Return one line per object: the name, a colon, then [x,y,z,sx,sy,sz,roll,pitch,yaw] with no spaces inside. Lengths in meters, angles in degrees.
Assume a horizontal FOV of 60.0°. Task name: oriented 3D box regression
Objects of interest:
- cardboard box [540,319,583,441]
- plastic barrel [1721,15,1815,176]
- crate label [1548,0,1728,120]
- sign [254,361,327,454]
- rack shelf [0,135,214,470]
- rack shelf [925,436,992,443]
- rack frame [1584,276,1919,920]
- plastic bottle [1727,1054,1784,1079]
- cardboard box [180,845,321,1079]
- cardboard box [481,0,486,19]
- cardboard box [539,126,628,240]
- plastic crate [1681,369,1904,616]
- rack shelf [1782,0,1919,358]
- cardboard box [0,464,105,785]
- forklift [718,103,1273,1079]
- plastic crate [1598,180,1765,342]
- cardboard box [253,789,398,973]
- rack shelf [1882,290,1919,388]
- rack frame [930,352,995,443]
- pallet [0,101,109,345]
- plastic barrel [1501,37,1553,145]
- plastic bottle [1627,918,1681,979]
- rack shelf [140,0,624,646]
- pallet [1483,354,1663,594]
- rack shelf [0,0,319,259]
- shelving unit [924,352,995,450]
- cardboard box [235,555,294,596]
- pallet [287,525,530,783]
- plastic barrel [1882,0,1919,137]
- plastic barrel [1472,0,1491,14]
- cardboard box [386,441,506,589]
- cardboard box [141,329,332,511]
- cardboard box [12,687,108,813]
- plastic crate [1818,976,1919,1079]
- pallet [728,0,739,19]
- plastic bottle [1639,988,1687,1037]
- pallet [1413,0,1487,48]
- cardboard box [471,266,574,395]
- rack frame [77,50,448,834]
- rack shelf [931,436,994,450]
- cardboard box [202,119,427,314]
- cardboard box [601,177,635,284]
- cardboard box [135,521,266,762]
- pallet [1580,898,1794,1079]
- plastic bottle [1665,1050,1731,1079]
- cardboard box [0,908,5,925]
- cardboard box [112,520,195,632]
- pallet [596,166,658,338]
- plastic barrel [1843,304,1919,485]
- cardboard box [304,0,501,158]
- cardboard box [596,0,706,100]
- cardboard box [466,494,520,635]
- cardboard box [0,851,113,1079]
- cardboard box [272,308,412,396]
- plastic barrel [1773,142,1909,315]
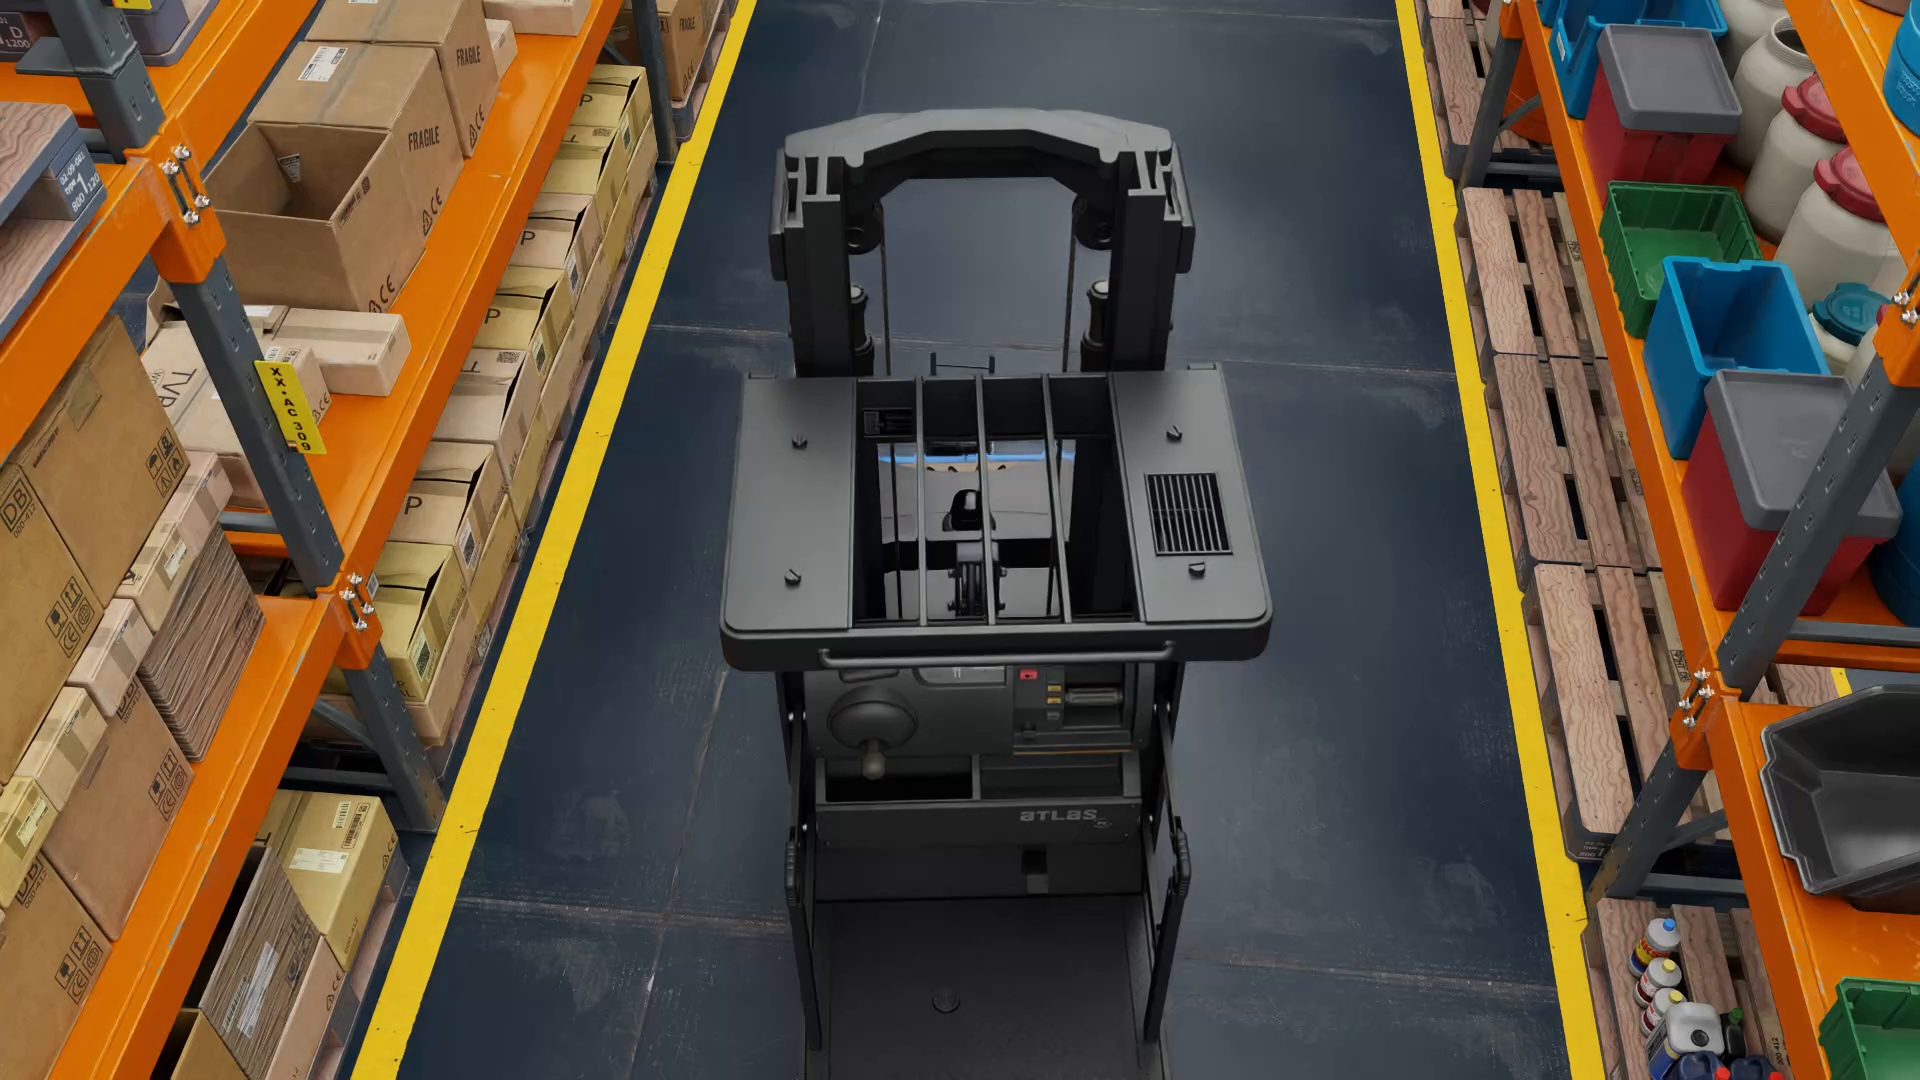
cardboard box: [-1.896,-0.688,6.925,0.500,0.250,0.500,5,48,4]
plastic barrel: [3.058,-1.626,6.128,0.421,0.512,0.421,0,48,0]
crate label: [2.617,-1.968,6.493,0.502,0.435,0.616,4,48,4]
sign: [-1.767,-0.347,4.394,0.100,0.325,0.005,4,48,4]
rack shelf: [-2.502,0.636,2.590,1.077,0.370,4.000,4,48,4]
rack shelf: [0.001,-0.469,6.249,0.258,0.077,0.200,4,48,4]
rack frame: [2.613,0.272,4.469,1.000,3.000,0.127,4,48,4]
plastic bottle: [2.270,1.592,4.758,0.144,0.351,0.185,4,48,4]
cardboard box: [-2.201,1.191,4.698,0.500,0.500,0.500,4,48,4]
cardboard box: [-2.229,-2.329,6.908,0.500,0.311,0.500,3,48,3]
cardboard box: [-1.798,-1.623,7.400,0.500,0.311,0.500,3,48,3]
plastic crate: [2.352,-0.126,4.789,0.402,0.464,0.583,4,48,4]
rack shelf: [2.795,-1.968,4.972,1.077,0.370,4.000,4,48,4]
cardboard box: [-2.399,0.162,3.622,0.700,0.500,0.500,4,48,3]
forklift: [0.060,0.518,4.290,1.130,2.935,3.031,-1,48,-1]
plastic crate: [2.490,-0.956,5.735,0.450,0.188,0.662,4,48,4]
cardboard box: [-2.144,1.077,5.311,0.500,0.250,0.500,4,48,4]
rack shelf: [2.431,0.972,2.283,1.077,0.370,4.000,4,48,4]
rack frame: [0.010,-0.384,6.492,0.240,0.900,0.006,4,48,4]
pallet: [-2.372,-0.418,3.127,1.003,0.211,1.213,4,48,4]
plastic barrel: [3.005,-2.438,8.133,0.600,0.830,0.708,4,48,4]
plastic bottle: [2.147,1.249,5.126,0.097,0.271,0.097,0,48,0]
rack shelf: [-2.137,-1.291,6.386,1.077,0.370,4.000,4,48,4]
pallet: [2.754,-0.266,6.850,1.003,0.211,1.213,4,48,4]
rack shelf: [-2.137,-2.303,5.279,1.077,0.370,4.000,4,48,4]
shelving unit: [0.001,-0.310,6.423,0.258,0.900,0.210,4,48,4]
cardboard box: [-2.568,0.216,5.719,0.500,0.311,0.500,4,48,4]
pallet: [-2.291,0.333,6.302,1.003,0.211,1.213,4,48,4]
plastic barrel: [2.443,-1.298,3.532,0.600,0.901,0.708,4,48,4]
plastic barrel: [3.108,-3.186,8.981,0.600,0.588,0.708,4,48,4]
cardboard box: [-1.983,-0.122,6.027,0.500,0.311,0.500,3,48,3]
cardboard box: [-2.318,-0.378,5.165,0.500,0.250,0.500,7,48,6]
cardboard box: [-2.200,0.465,3.785,0.380,0.149,0.250,4,48,3]
plastic crate: [2.208,1.322,3.652,0.450,0.188,0.662,4,48,4]
pallet: [-1.736,-3.503,9.811,1.003,0.211,1.213,4,48,4]
plastic bottle: [2.129,1.422,5.015,0.097,0.201,0.097,0,48,0]
pallet: [3.121,-3.203,9.536,1.003,0.211,1.213,4,48,4]
cardboard box: [-1.895,-0.884,6.724,0.500,0.311,0.500,5,48,5]
rack frame: [-2.320,-0.064,4.776,1.000,3.000,0.127,4,48,4]
rack shelf: [0.001,-0.348,6.382,0.258,0.077,0.200,4,48,4]
cardboard box: [-2.185,-1.048,5.608,0.500,0.500,0.500,7,48,6]
cardboard box: [-1.804,-1.435,7.609,0.500,0.250,0.500,3,48,3]
cardboard box: [-2.354,0.229,4.440,0.700,0.500,0.500,3,48,3]
pallet: [2.510,1.703,5.049,1.003,0.211,1.213,4,48,4]
plastic bottle: [2.126,1.582,4.767,0.144,0.351,0.185,5,48,5]
cardboard box: [-2.248,0.830,3.450,0.380,0.149,0.250,5,48,5]
cardboard box: [-2.156,0.079,4.138,0.380,0.149,0.250,3,48,3]
pallet: [-2.069,-1.460,7.942,1.003,0.211,1.213,4,48,4]
plastic barrel: [2.918,-0.463,5.048,0.433,0.535,0.433,0,48,0]
cardboard box: [-2.092,-1.803,6.299,0.500,0.500,0.500,2,48,1]
cardboard box: [-1.629,-2.624,8.513,0.500,0.500,0.500,6,48,5]
cardboard box: [-1.988,0.067,6.235,0.500,0.250,0.500,5,48,5]
cardboard box: [-2.445,0.985,3.749,0.700,0.500,0.500,5,48,4]
cardboard box: [-2.035,-0.617,5.452,0.380,0.149,0.250,4,48,4]
plastic barrel: [2.985,-1.002,5.541,0.433,0.535,0.433,0,48,0]
